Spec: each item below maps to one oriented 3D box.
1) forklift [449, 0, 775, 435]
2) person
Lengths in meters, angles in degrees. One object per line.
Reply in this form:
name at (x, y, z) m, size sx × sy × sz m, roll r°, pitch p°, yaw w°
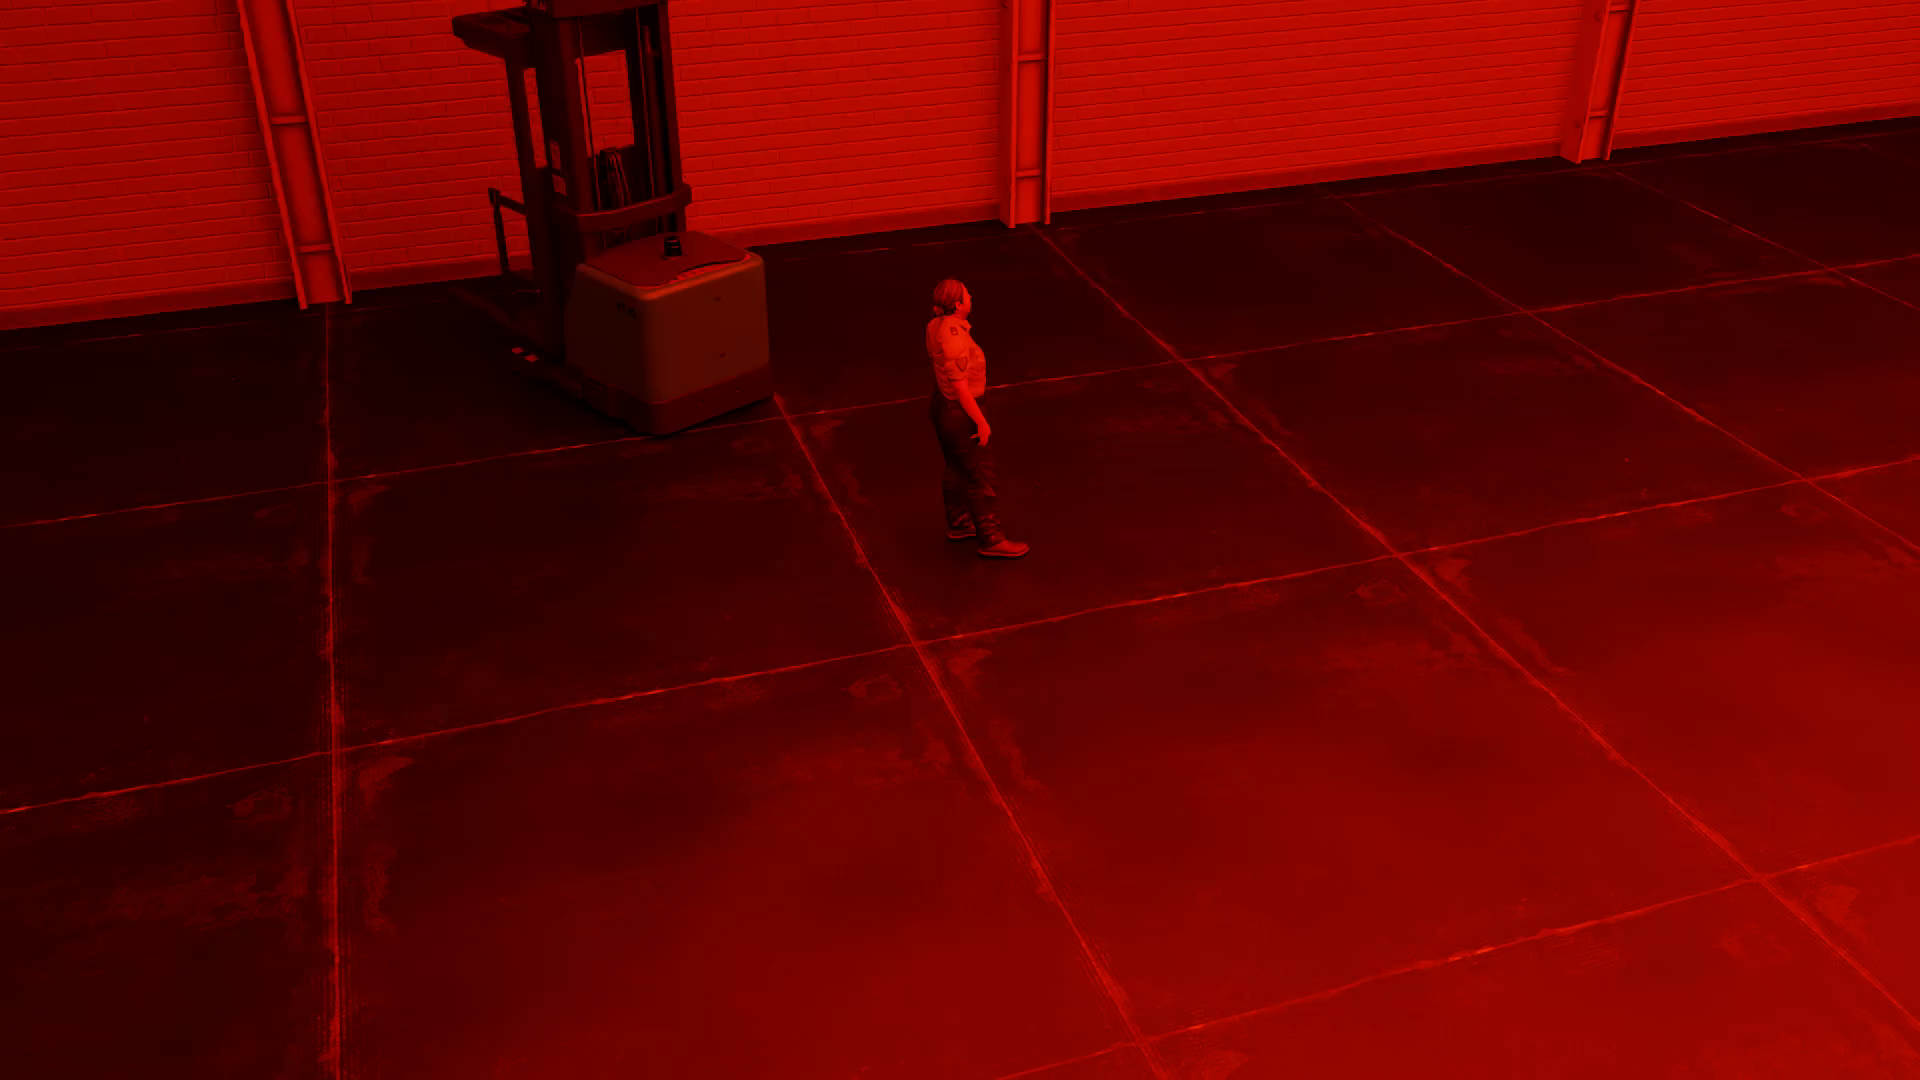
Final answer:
forklift at (-2.694, -2.605, 11.615) m, size 1.130 × 2.935 × 3.031 m, roll -26°, pitch 39°, yaw -37°
person at (0.092, -0.724, 9.618) m, size 0.503 × 1.650 × 0.599 m, roll -10°, pitch 31°, yaw -16°
